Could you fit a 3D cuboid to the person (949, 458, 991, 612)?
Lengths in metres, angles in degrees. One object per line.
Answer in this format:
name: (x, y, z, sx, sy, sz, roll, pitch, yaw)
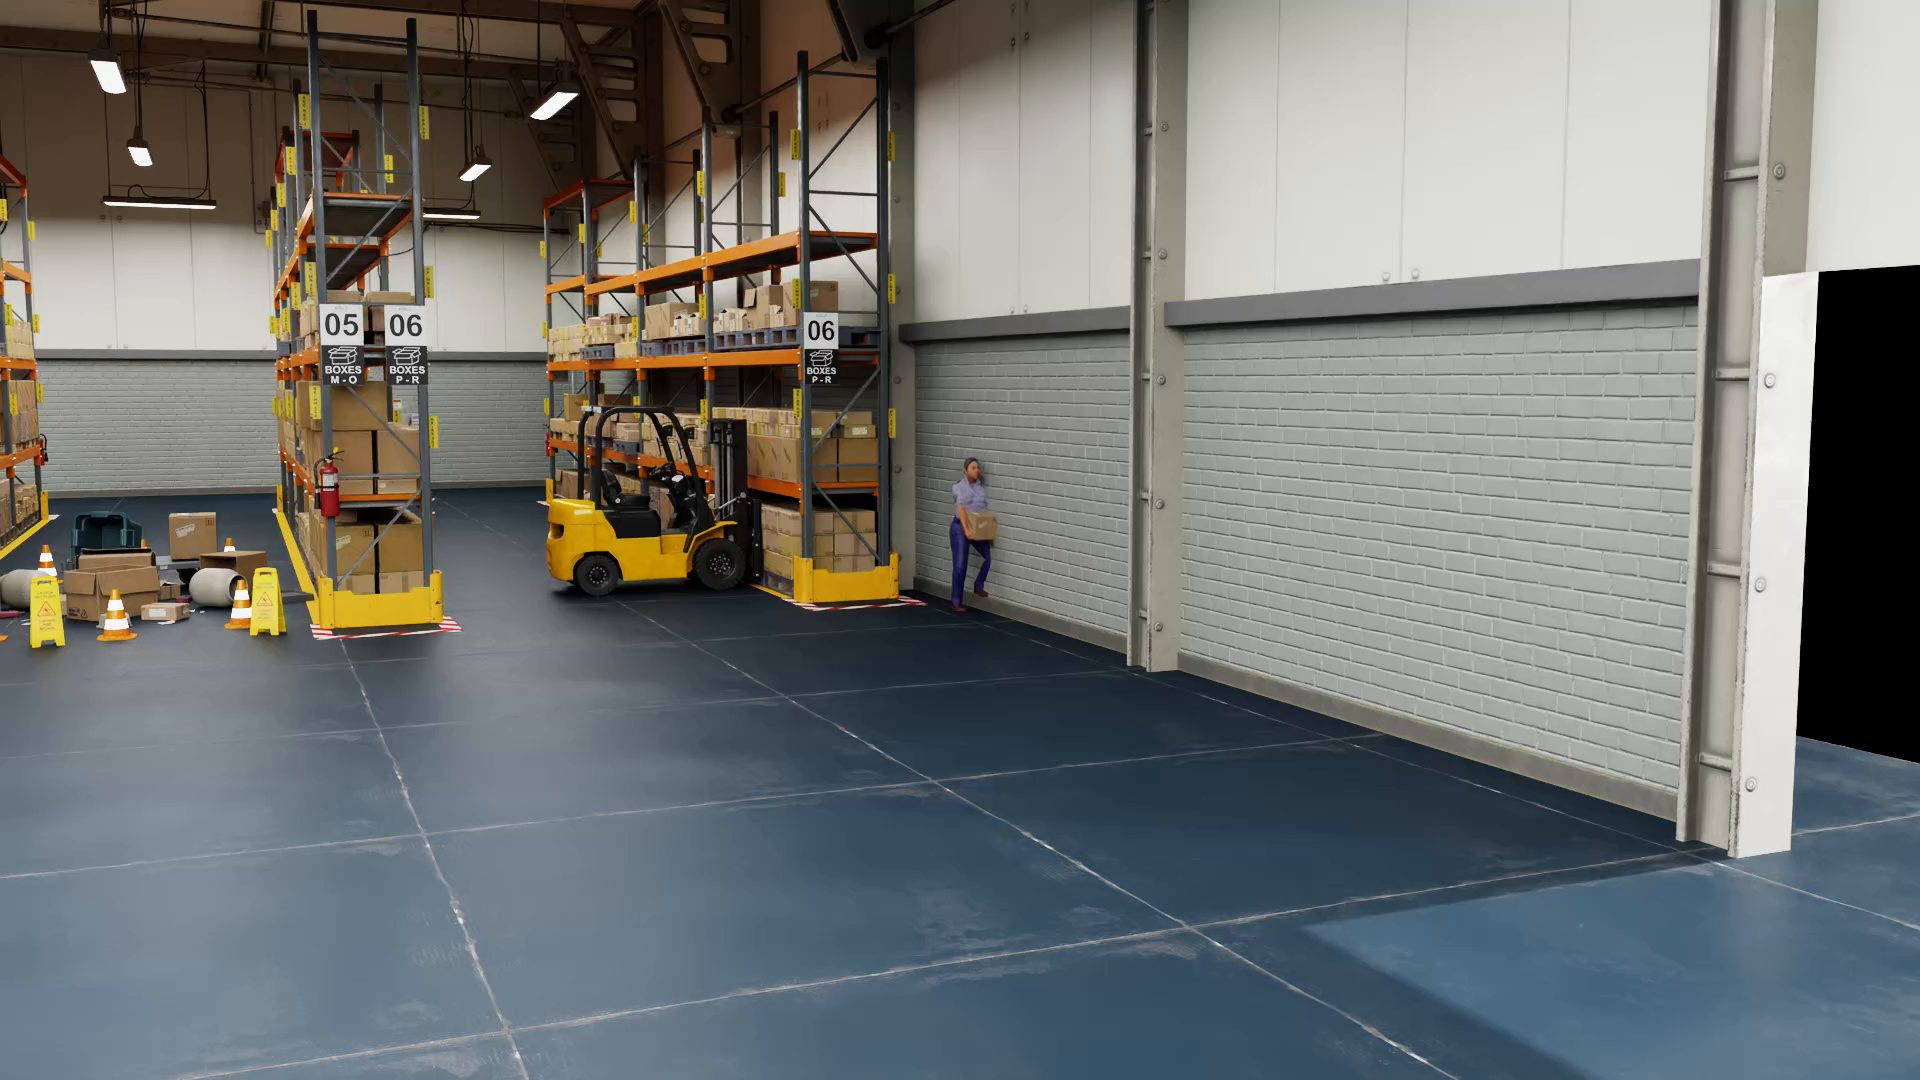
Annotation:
person: (0.157, -0.055, 17.742, 0.458, 1.641, 0.539, -3, 6, -25)
